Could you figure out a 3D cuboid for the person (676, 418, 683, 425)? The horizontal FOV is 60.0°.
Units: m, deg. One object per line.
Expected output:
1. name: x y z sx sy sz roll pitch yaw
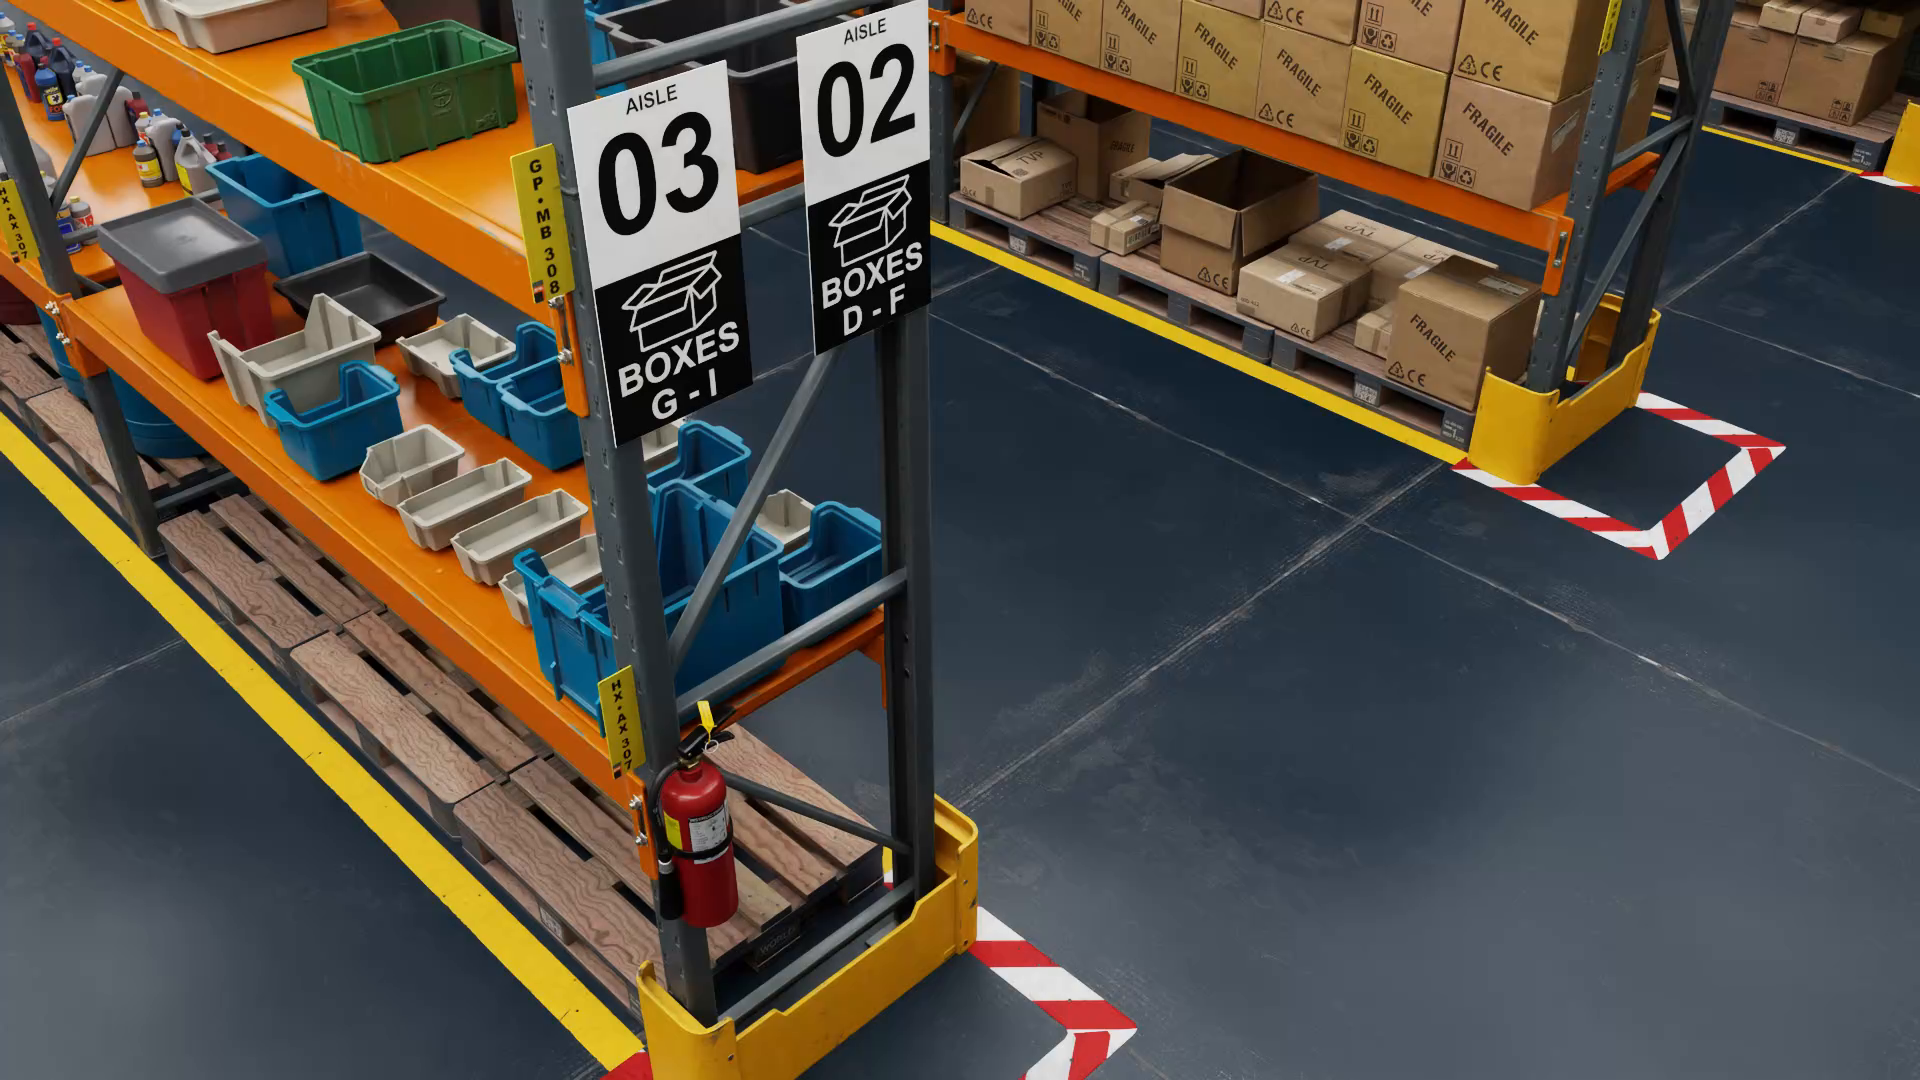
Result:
1. person: -1.201 -0.021 6.451 0.744 1.351 0.535 30 45 35
